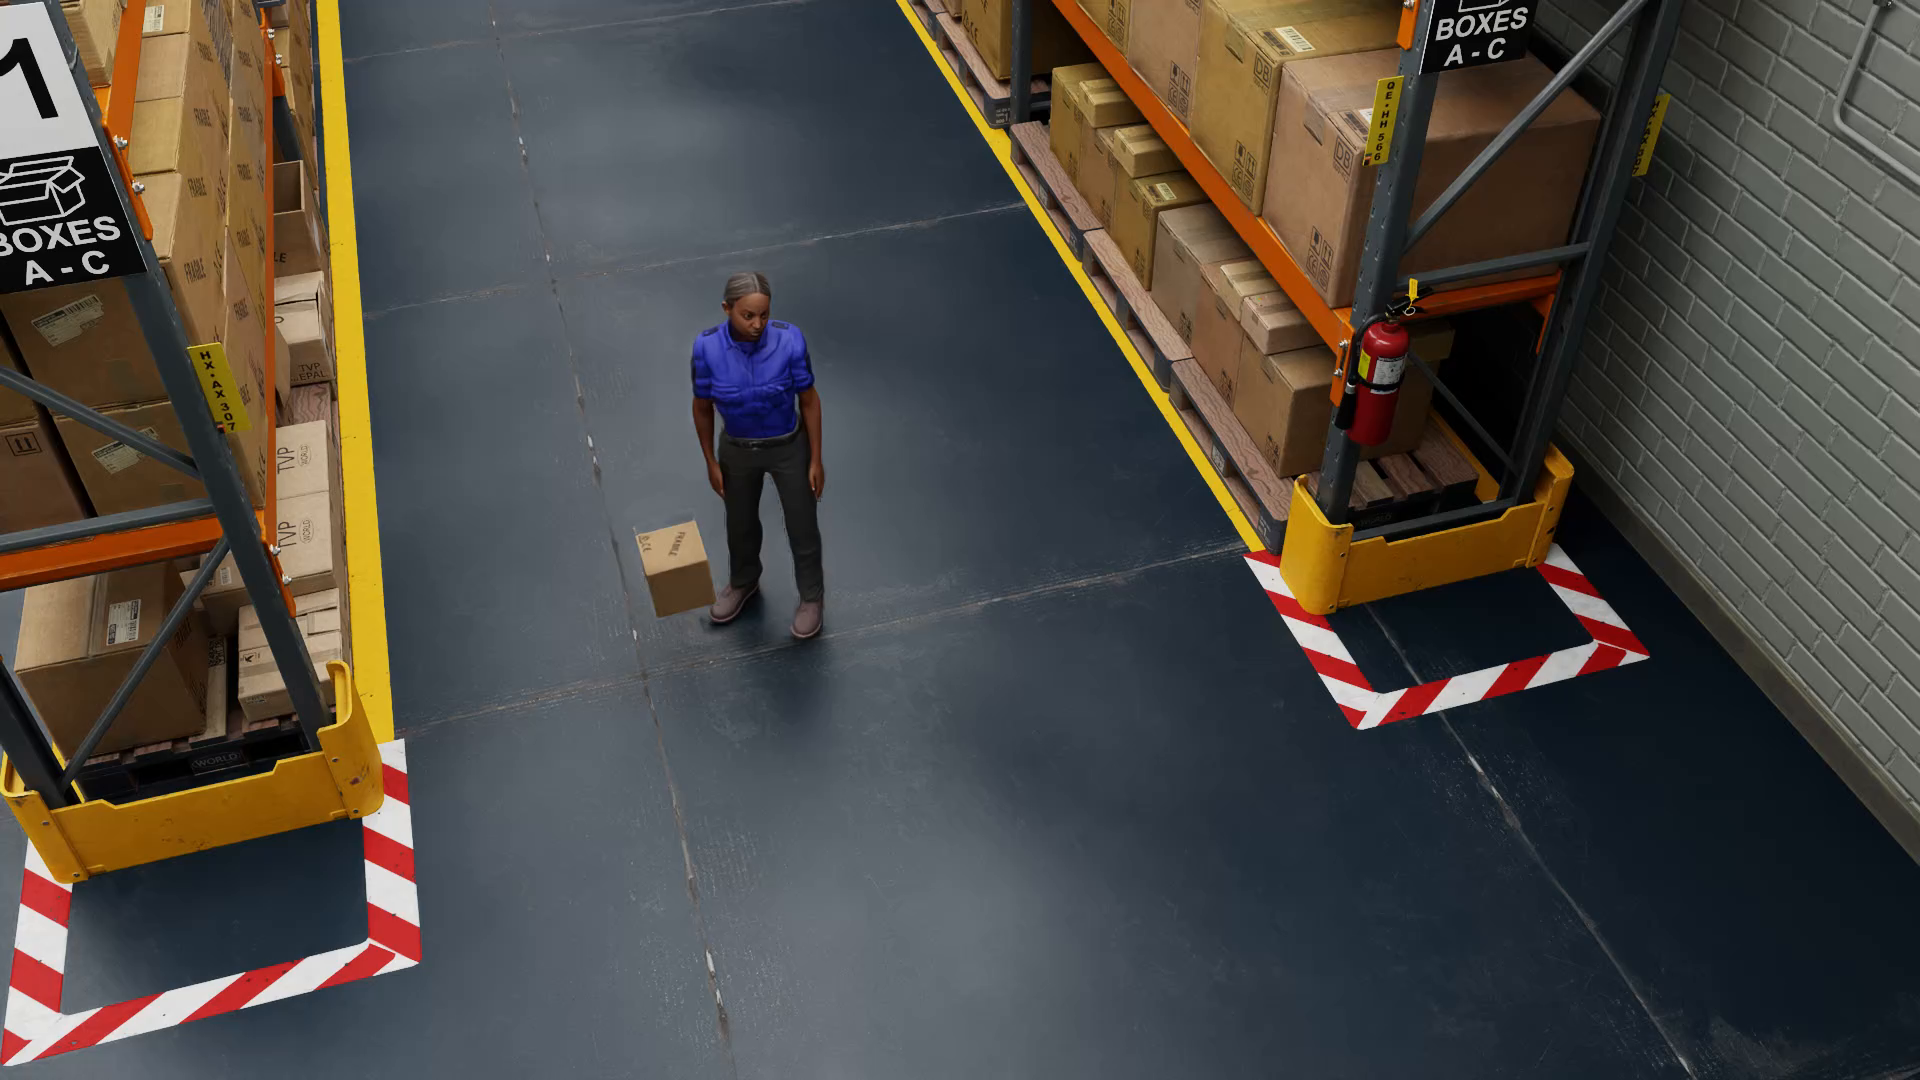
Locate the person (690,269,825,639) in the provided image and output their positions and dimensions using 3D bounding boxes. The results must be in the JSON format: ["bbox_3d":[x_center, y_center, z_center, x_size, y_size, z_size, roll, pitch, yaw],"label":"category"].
[{"bbox_3d":[-0.792,-0.307,6.463,0.531,1.667,0.402,-1,43,-1],"label":"person"}]
